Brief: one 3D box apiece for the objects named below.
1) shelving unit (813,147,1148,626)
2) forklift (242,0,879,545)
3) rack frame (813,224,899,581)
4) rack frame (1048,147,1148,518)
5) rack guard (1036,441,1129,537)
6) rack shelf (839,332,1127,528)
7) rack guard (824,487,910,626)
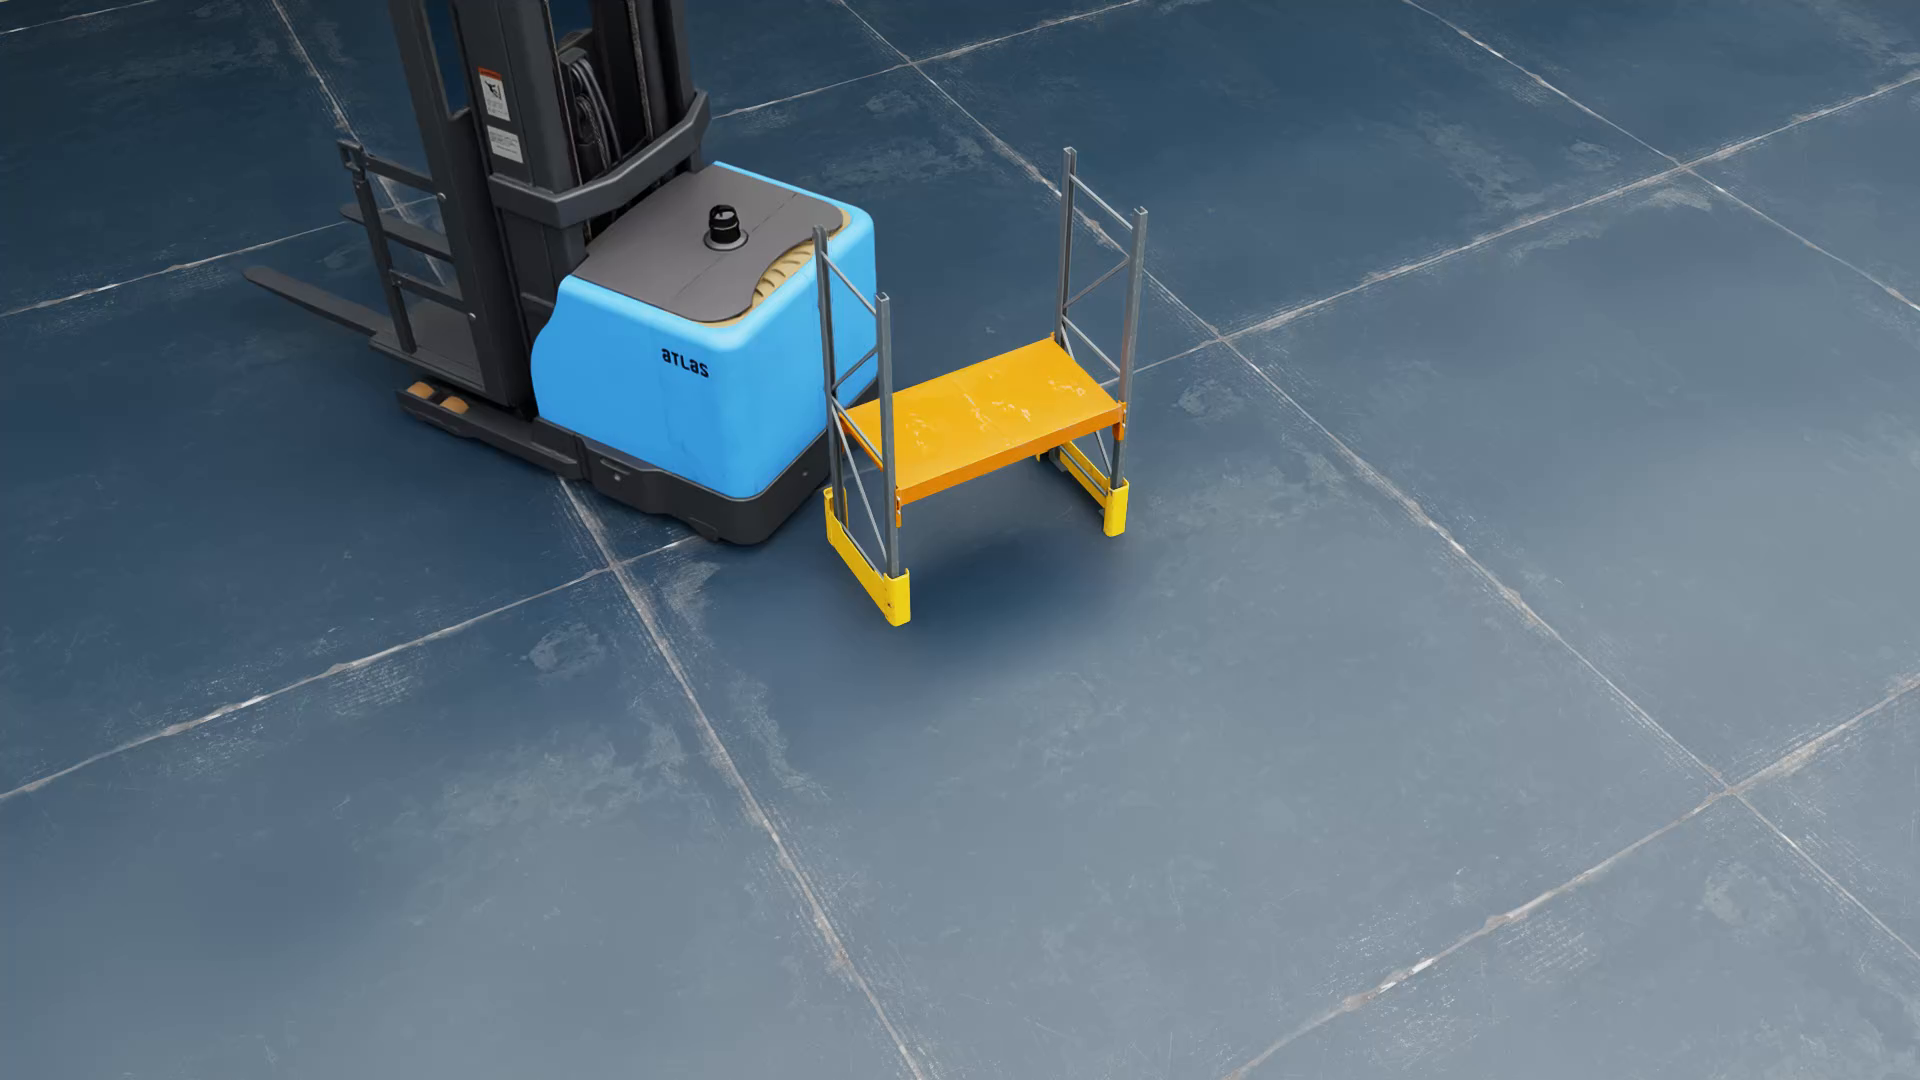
[{"bbox_3d":[0.066,-0.565,6.255,1.083,1.500,0.587,-22,48,-21],"label":"shelving unit"},{"bbox_3d":[-1.858,-1.801,6.501,3.031,2.935,1.130,22,48,21],"label":"forklift"},{"bbox_3d":[-0.367,-0.391,6.076,0.032,1.500,0.500,-22,48,-21],"label":"rack frame"},{"bbox_3d":[0.515,-0.744,6.440,0.032,1.500,0.500,-22,48,-21],"label":"rack frame"},{"bbox_3d":[0.498,-0.289,6.868,0.087,0.250,0.587,-22,48,-21],"label":"rack guard"},{"bbox_3d":[0.074,-0.439,6.383,1.000,0.185,0.538,-22,48,-21],"label":"rack shelf"},{"bbox_3d":[-0.366,0.057,6.512,0.087,0.250,0.587,-22,48,-21],"label":"rack guard"}]
